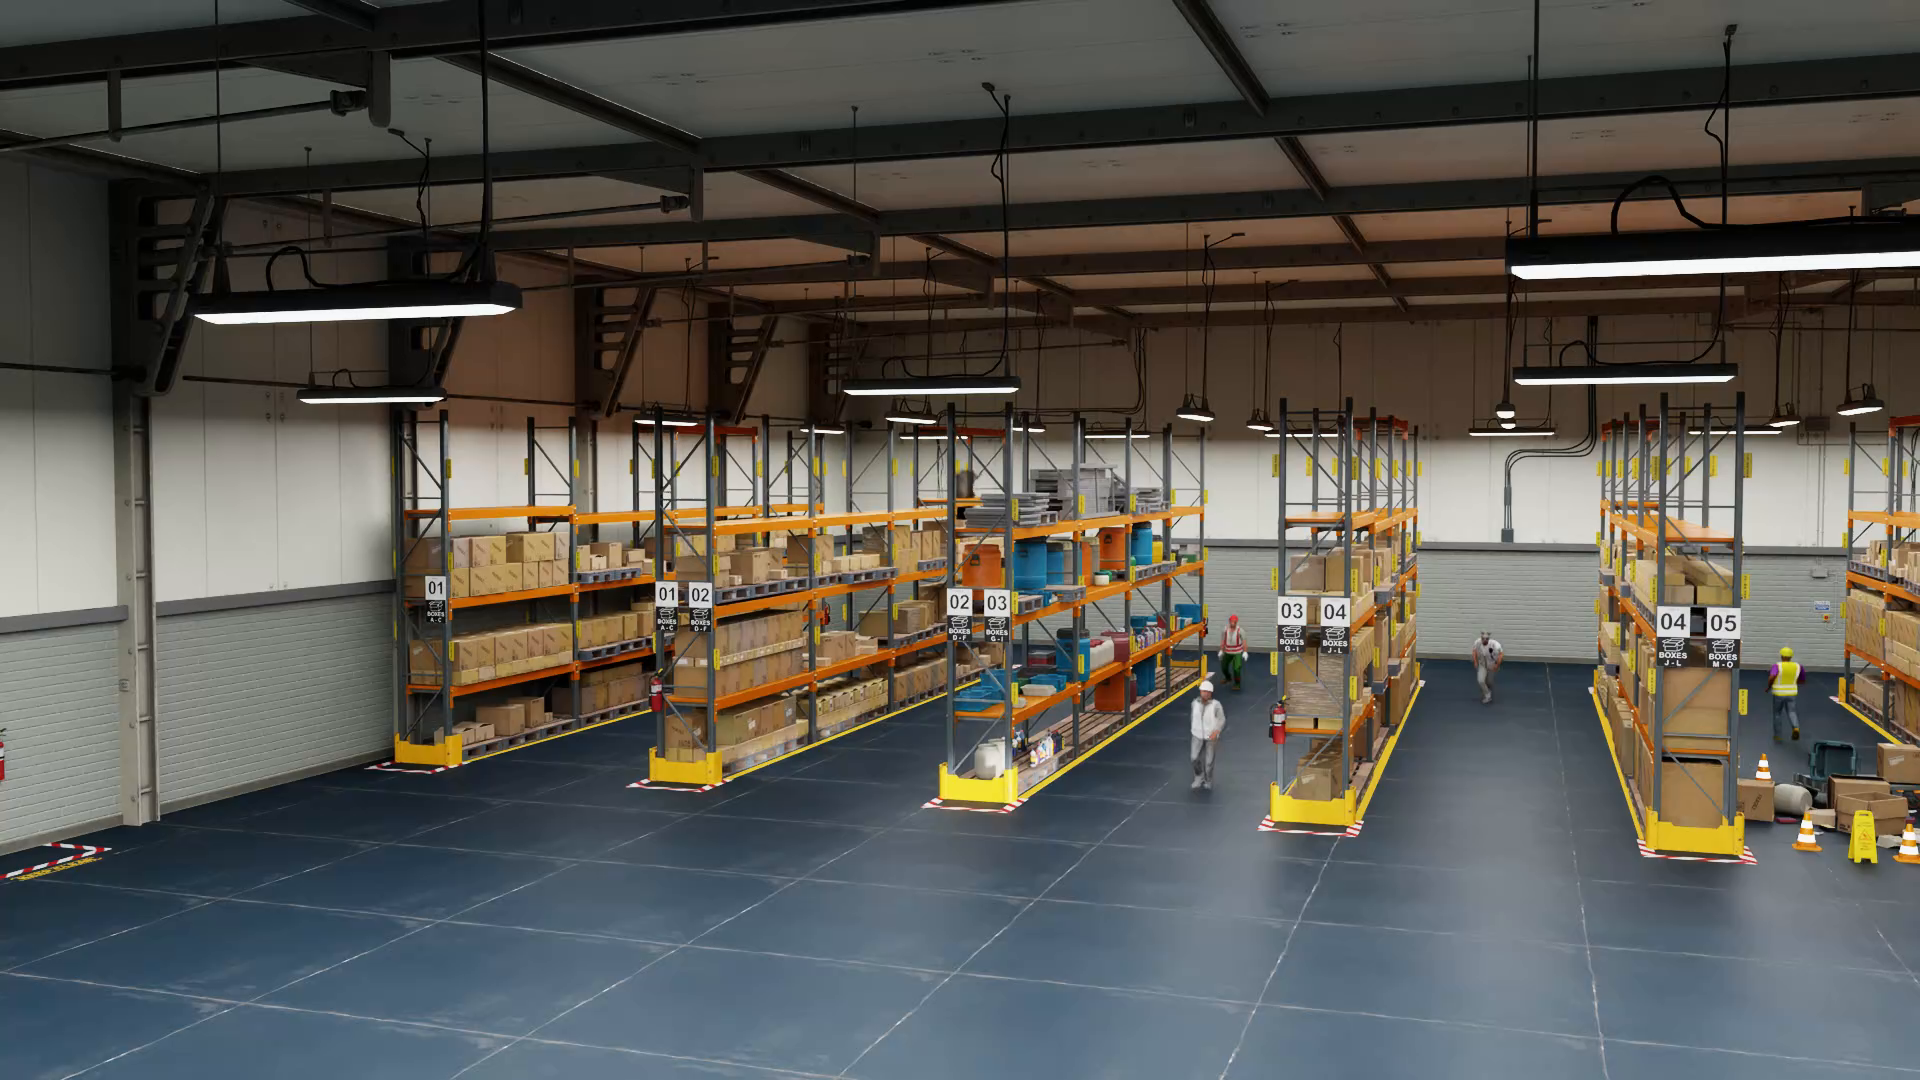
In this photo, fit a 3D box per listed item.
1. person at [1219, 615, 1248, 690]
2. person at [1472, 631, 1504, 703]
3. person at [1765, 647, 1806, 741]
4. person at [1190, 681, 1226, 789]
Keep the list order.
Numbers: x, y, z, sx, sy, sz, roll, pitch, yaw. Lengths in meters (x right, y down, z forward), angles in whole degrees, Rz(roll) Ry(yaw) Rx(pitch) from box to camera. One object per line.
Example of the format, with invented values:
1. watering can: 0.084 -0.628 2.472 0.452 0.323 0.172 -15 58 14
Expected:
1. person: 6.212 2.531 37.674 0.811 1.704 0.700 1 3 30
2. person: 11.331 2.702 35.647 0.662 1.574 1.047 1 3 26
3. person: 15.050 2.821 30.310 0.700 1.748 0.931 0 2 10
4. person: 3.807 3.023 25.666 0.617 1.723 0.826 1 3 18
